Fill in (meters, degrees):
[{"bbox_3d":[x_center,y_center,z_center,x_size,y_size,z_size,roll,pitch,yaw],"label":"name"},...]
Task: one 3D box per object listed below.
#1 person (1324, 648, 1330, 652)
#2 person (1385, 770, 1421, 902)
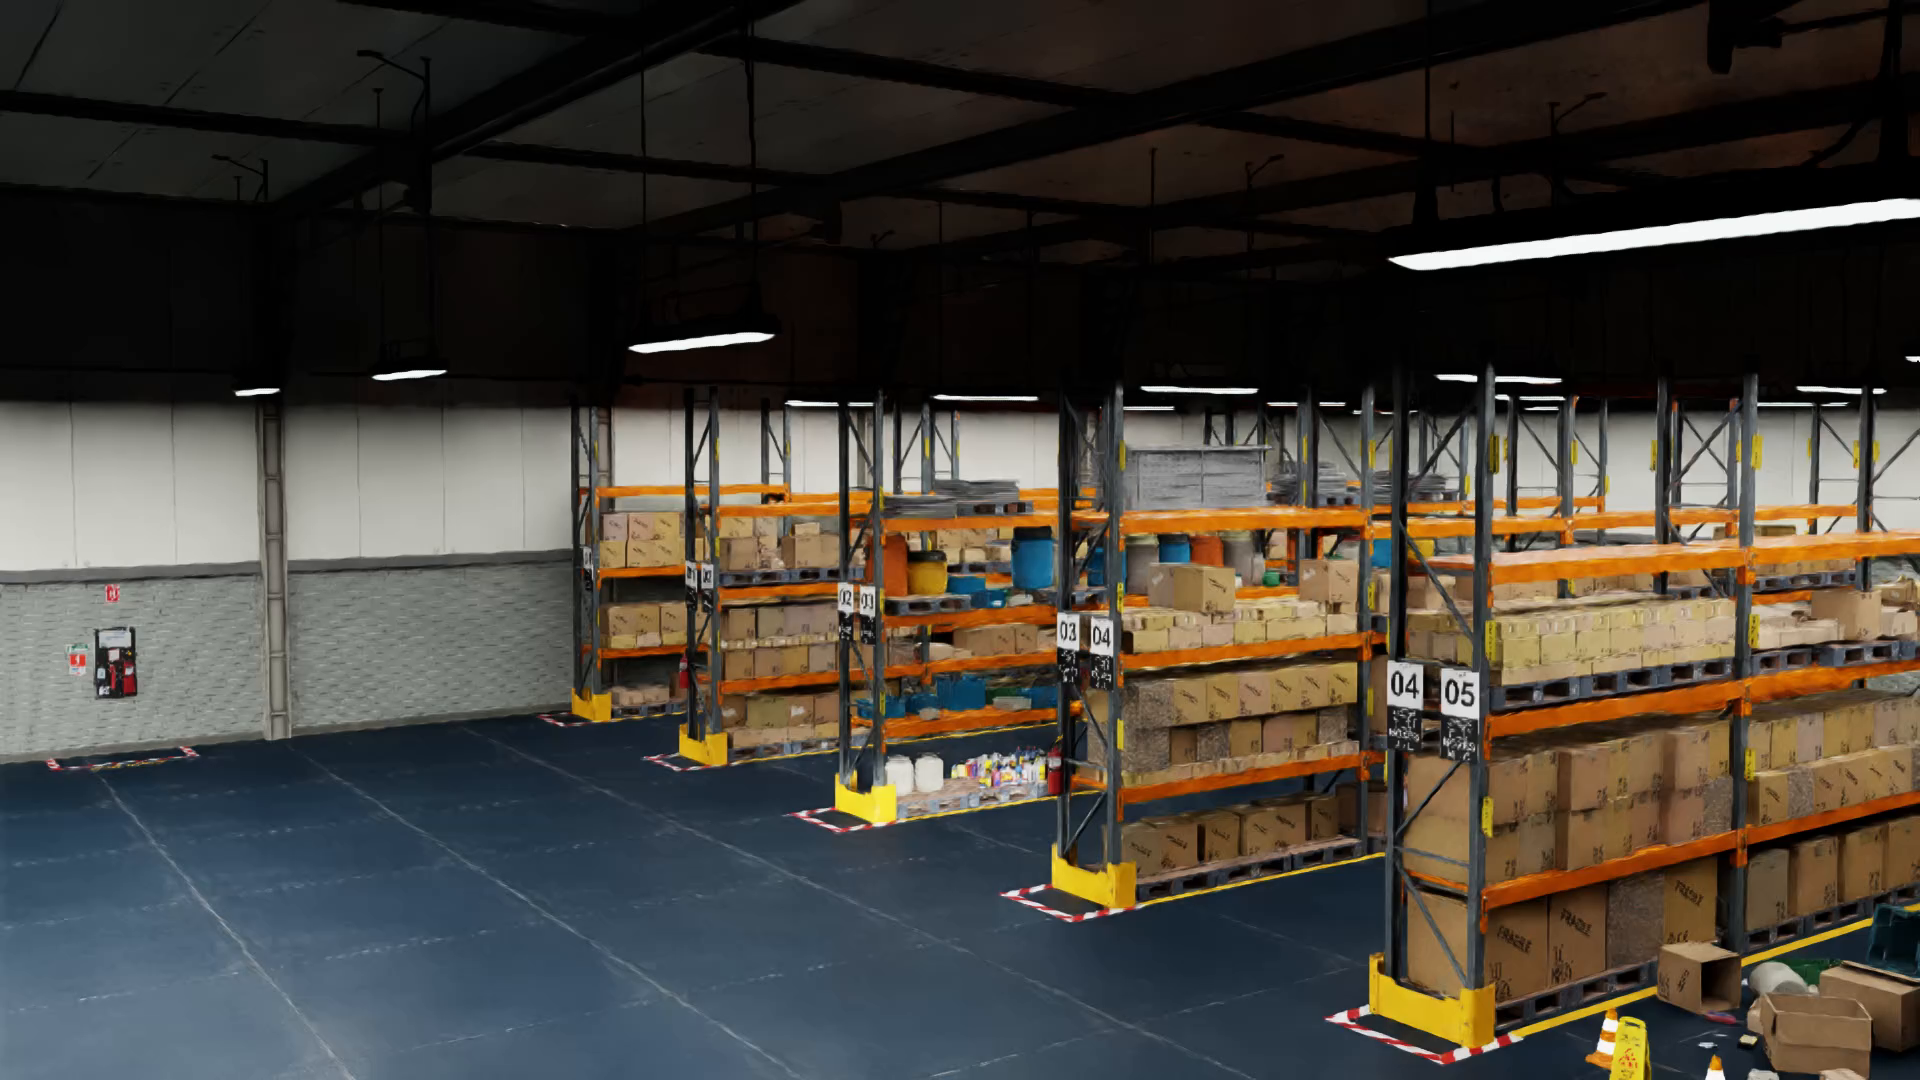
[{"bbox_3d":[8.695,1.950,38.460,0.726,1.778,0.532,0,3,2],"label":"person"},{"bbox_3d":[5.025,3.269,18.229,0.655,1.578,0.824,3,4,38],"label":"person"}]
